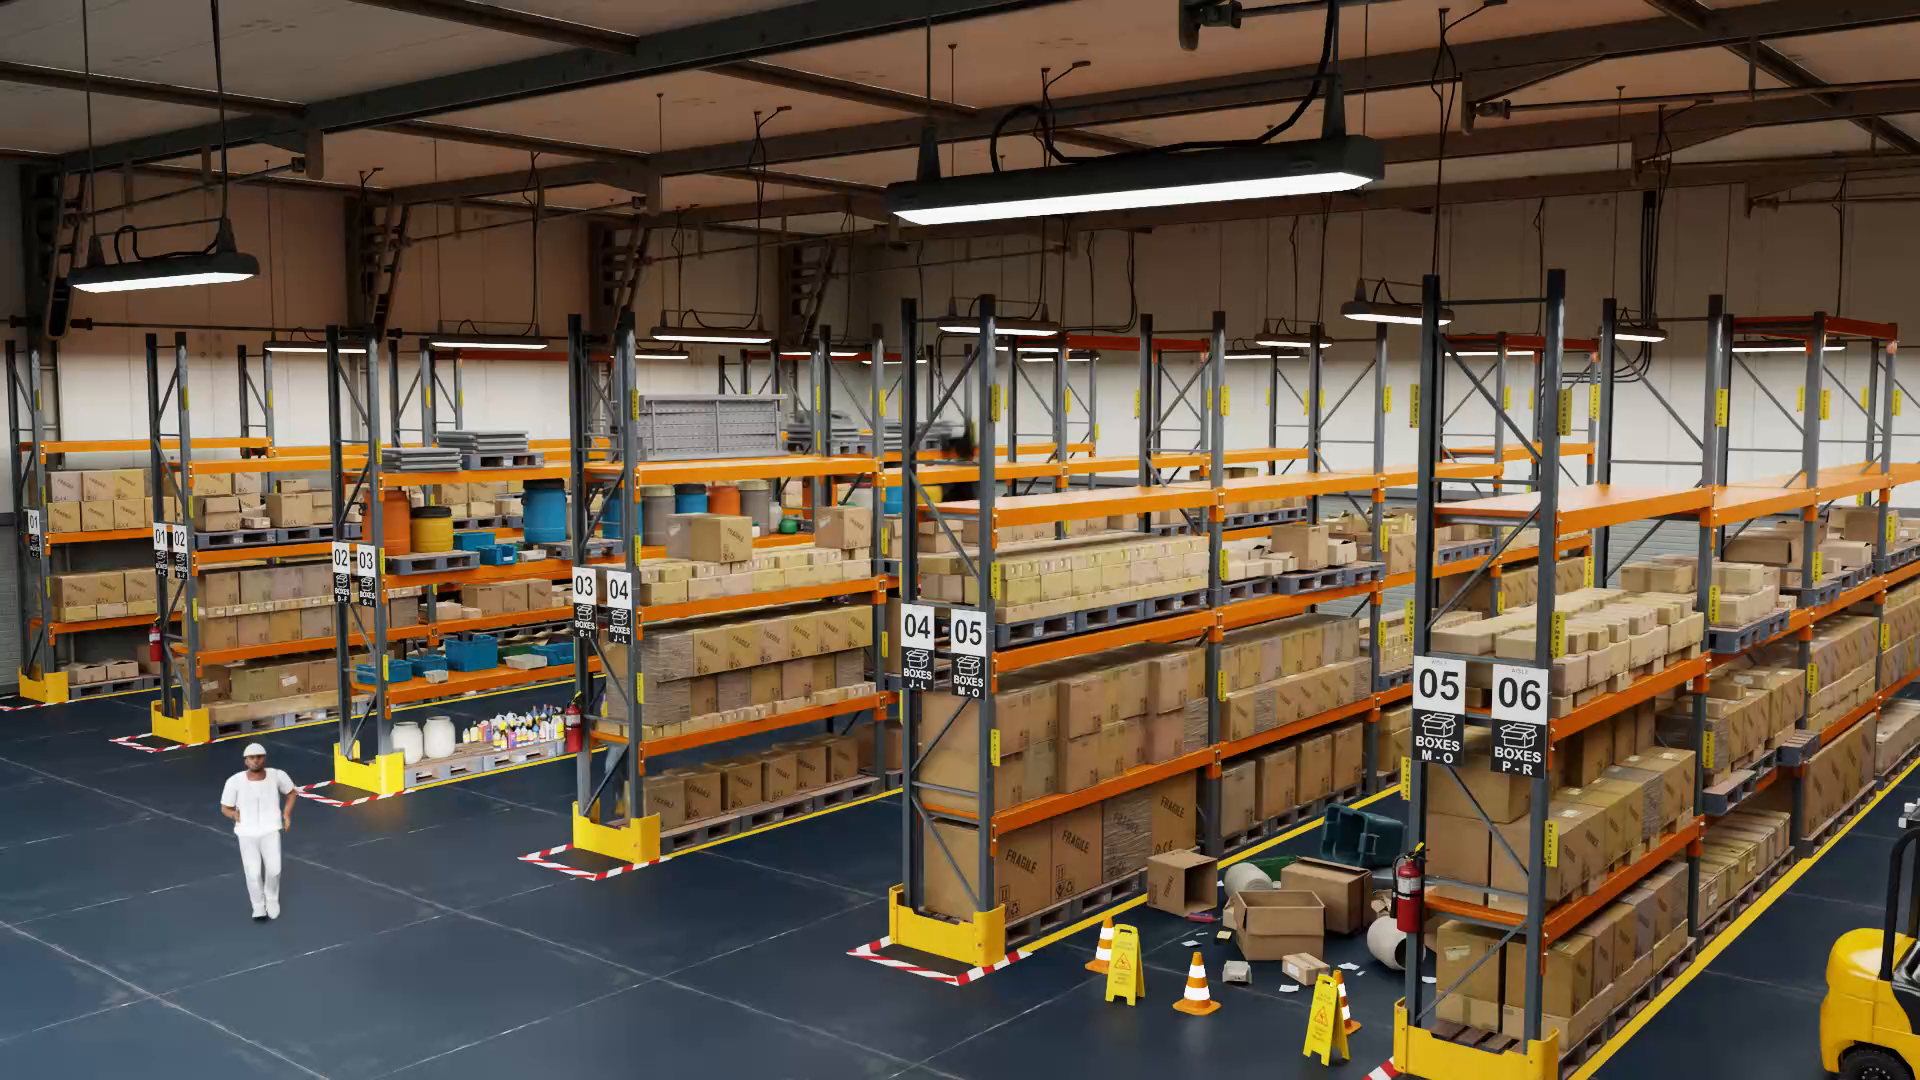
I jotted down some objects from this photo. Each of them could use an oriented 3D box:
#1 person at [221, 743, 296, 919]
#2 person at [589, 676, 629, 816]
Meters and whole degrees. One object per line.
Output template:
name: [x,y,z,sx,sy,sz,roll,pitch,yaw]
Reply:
person: [-6.787,2.844,16.126,0.681,1.746,0.621,-2,6,-23]
person: [-4.194,2.464,20.383,0.671,1.806,0.738,4,7,38]
